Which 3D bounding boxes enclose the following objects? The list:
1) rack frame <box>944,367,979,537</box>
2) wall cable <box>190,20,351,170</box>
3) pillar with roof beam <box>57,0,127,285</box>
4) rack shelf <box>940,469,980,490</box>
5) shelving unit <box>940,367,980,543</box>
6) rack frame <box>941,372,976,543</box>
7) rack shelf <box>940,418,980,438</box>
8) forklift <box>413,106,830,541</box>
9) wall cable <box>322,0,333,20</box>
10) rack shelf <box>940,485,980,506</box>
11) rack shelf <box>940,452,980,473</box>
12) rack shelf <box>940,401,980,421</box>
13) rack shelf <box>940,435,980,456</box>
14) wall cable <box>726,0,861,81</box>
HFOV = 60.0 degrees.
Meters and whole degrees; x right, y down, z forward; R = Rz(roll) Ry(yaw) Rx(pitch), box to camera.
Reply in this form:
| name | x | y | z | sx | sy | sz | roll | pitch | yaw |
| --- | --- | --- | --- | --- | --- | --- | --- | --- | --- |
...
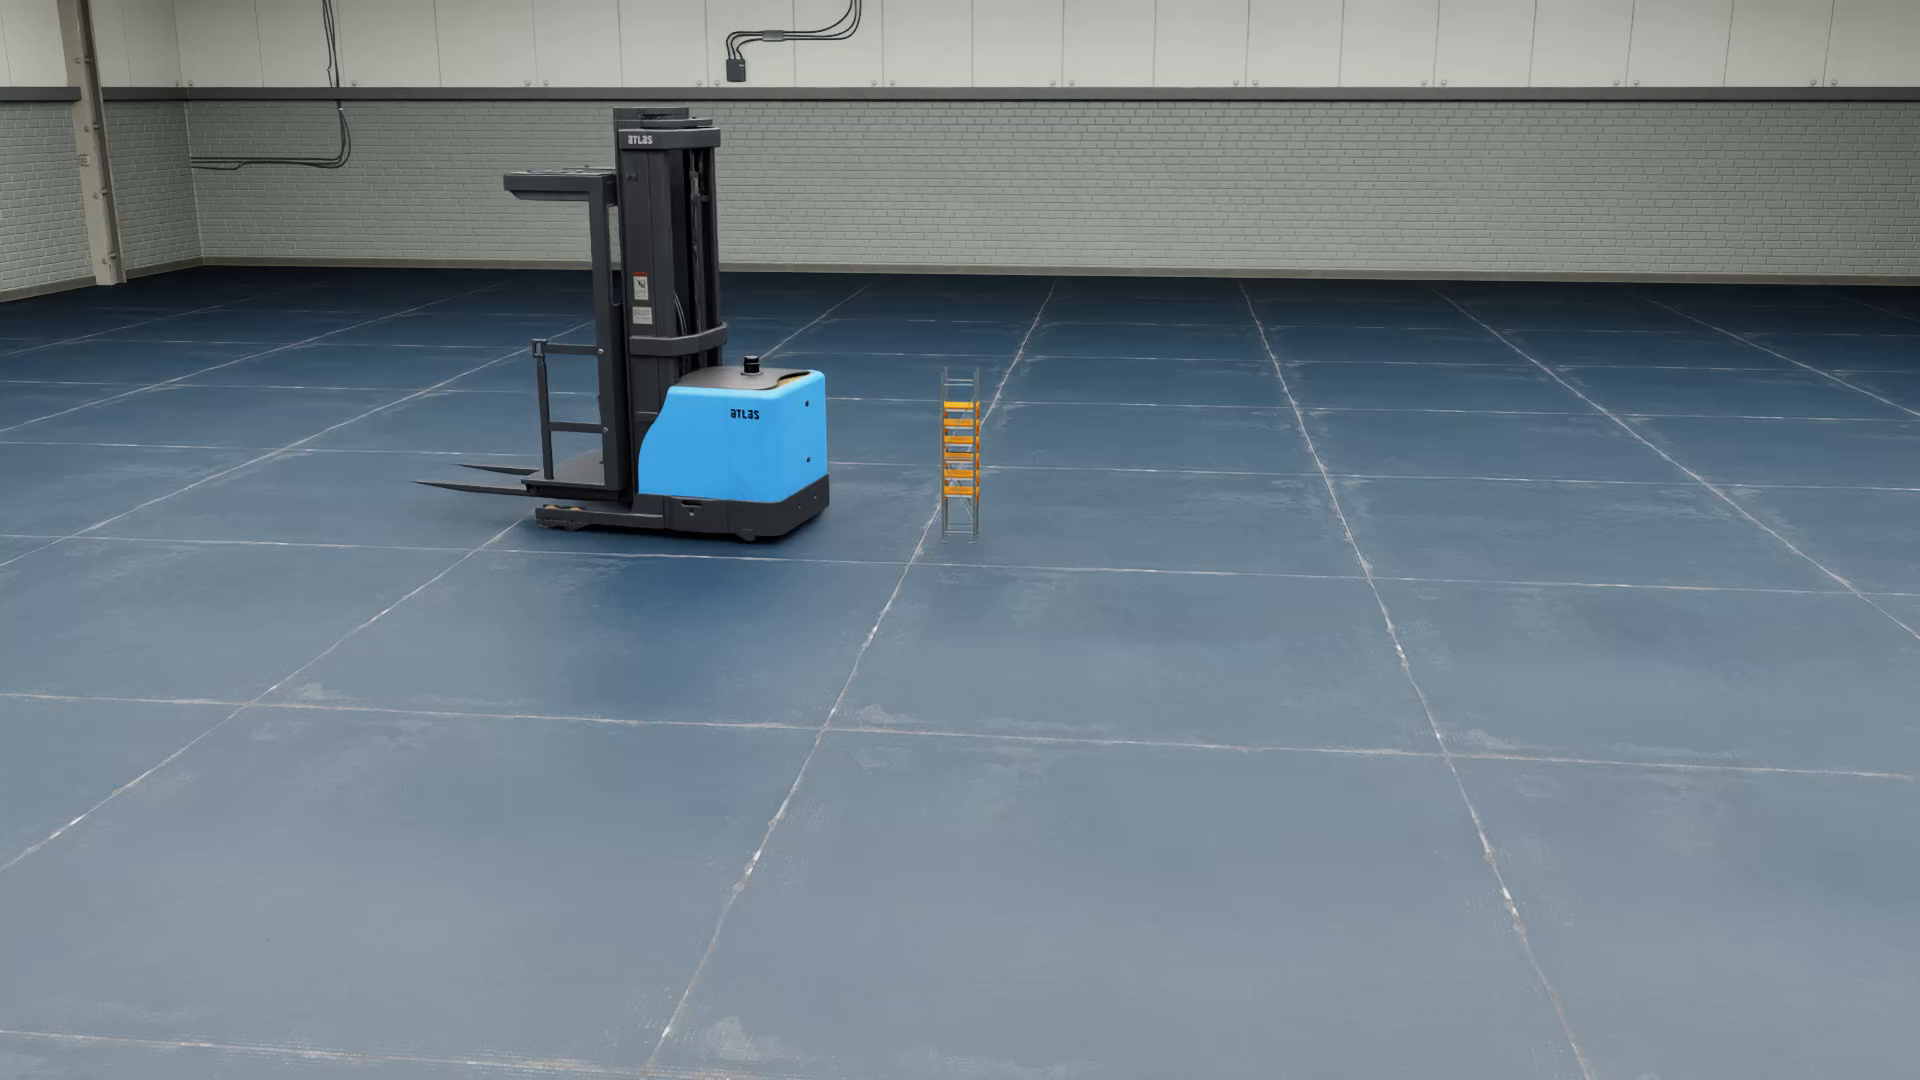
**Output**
| name | x | y | z | sx | sy | sz | roll | pitch | yaw |
| --- | --- | --- | --- | --- | --- | --- | --- | --- | --- |
| rack frame | 0.012 | -0.607 | 11.607 | 0.240 | 1.200 | 0.006 | 2 | 15 | 6 |
| wall cable | -12.214 | -7.756 | 29.053 | 3.097 | 2.526 | 0.112 | 2 | 15 | 6 |
| pillar with roof beam | -9.582 | -8.403 | 25.497 | 9.100 | 9.000 | 0.400 | 2 | 15 | 6 |
| rack shelf | 0.002 | -0.424 | 11.562 | 0.258 | 0.103 | 0.180 | 2 | 15 | 6 |
| shelving unit | 0.002 | -0.583 | 11.519 | 0.258 | 1.200 | 0.189 | 2 | 15 | 6 |
| rack frame | -0.009 | -0.559 | 11.432 | 0.240 | 1.200 | 0.006 | 2 | 15 | 6 |
| rack shelf | 0.002 | -0.772 | 11.468 | 0.258 | 0.103 | 0.180 | 2 | 15 | 6 |
| forklift | -2.543 | -1.607 | 11.989 | 3.031 | 2.935 | 1.130 | 4 | 16 | 16 |
| wall cable | -9.525 | -10.114 | 28.099 | 3.097 | 2.526 | 0.112 | 2 | 15 | 6 |
| rack shelf | 0.002 | -0.308 | 11.594 | 0.258 | 0.103 | 0.180 | 2 | 15 | 6 |
| rack shelf | 0.002 | -0.540 | 11.531 | 0.258 | 0.103 | 0.180 | 2 | 15 | 6 |
| rack shelf | 0.002 | -0.888 | 11.437 | 0.258 | 0.103 | 0.180 | 2 | 15 | 6 |
| rack shelf | 0.002 | -0.656 | 11.500 | 0.258 | 0.103 | 0.180 | 2 | 15 | 6 |
| wall cable | -2.783 | -10.613 | 27.155 | 2.305 | 6.003 | 0.169 | 2 | 15 | 6 |
